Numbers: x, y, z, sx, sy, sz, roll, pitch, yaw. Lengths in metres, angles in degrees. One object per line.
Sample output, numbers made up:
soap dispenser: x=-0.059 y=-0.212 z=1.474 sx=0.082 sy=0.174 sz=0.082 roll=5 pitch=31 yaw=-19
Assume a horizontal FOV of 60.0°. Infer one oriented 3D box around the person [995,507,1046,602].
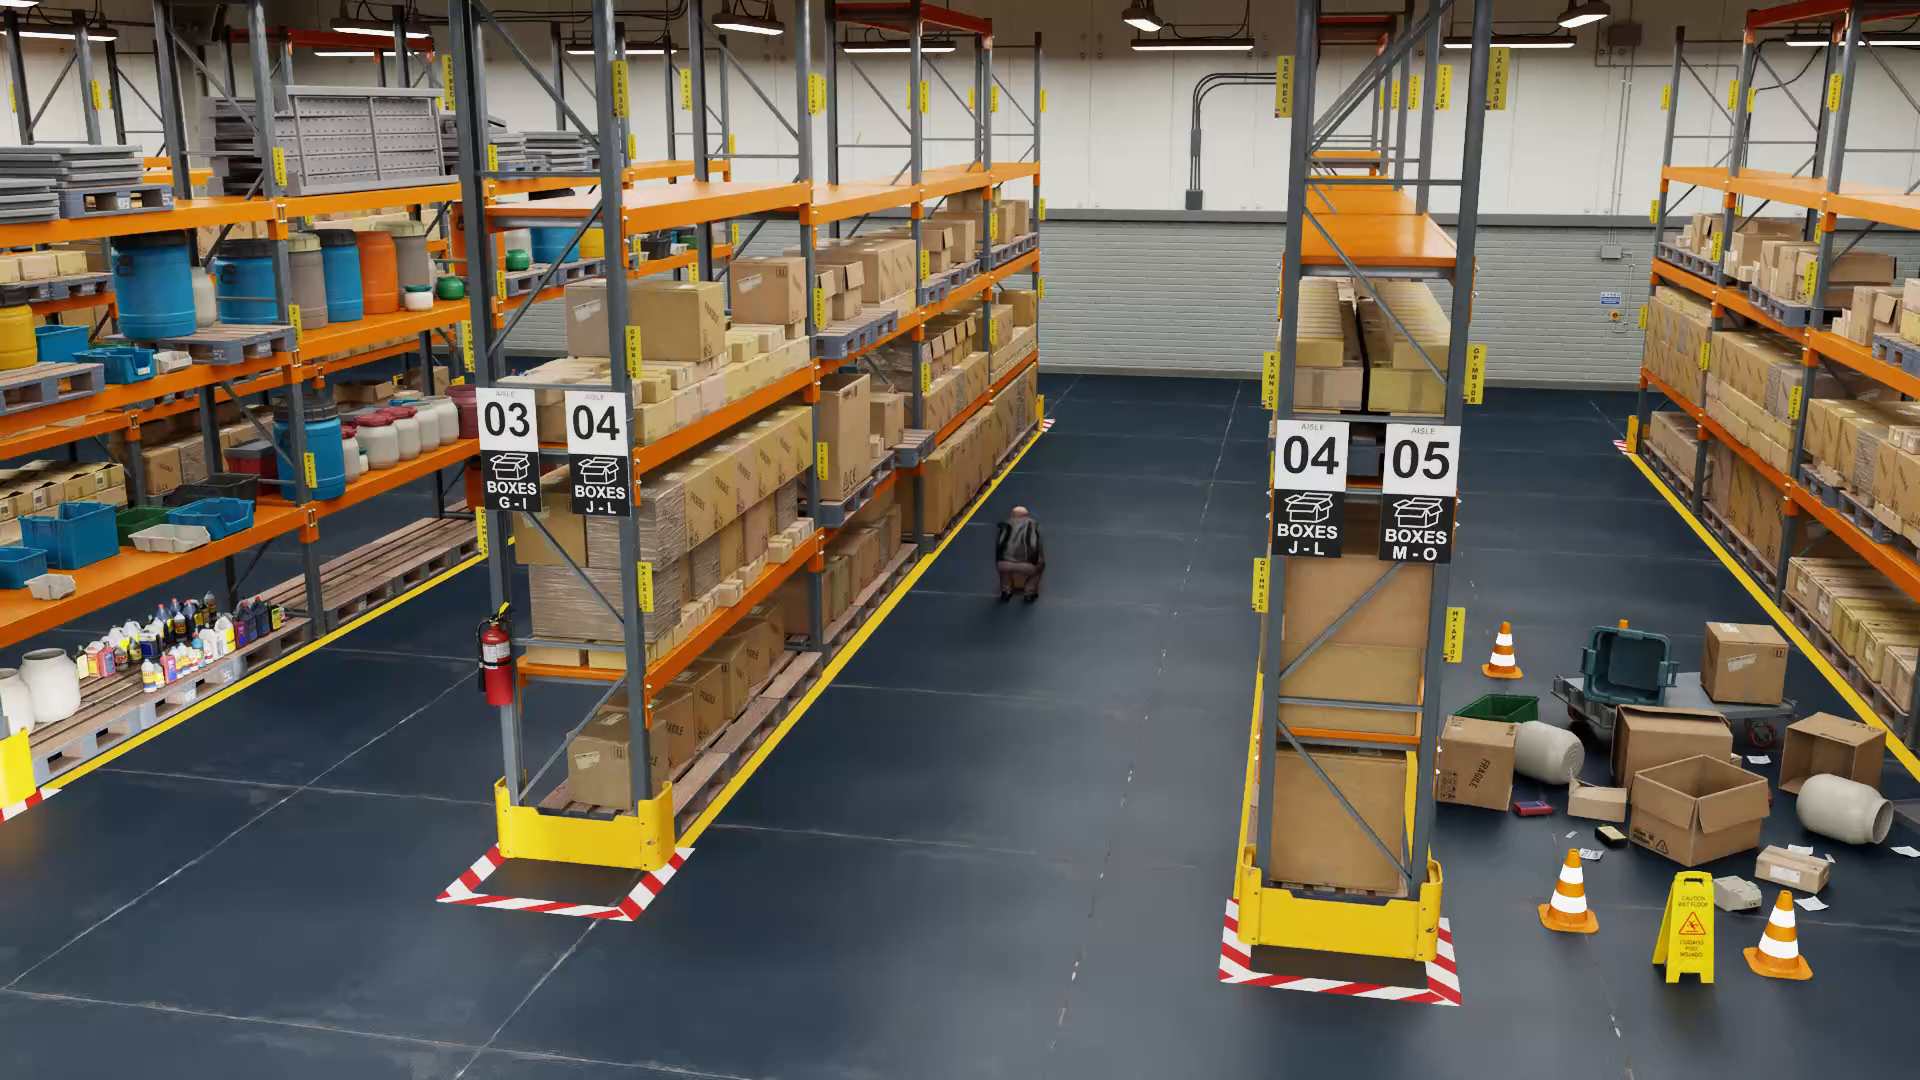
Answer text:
person: x=0.612 y=0.176 z=17.216 sx=0.534 sy=0.808 sz=0.871 roll=3 pitch=15 yaw=11
